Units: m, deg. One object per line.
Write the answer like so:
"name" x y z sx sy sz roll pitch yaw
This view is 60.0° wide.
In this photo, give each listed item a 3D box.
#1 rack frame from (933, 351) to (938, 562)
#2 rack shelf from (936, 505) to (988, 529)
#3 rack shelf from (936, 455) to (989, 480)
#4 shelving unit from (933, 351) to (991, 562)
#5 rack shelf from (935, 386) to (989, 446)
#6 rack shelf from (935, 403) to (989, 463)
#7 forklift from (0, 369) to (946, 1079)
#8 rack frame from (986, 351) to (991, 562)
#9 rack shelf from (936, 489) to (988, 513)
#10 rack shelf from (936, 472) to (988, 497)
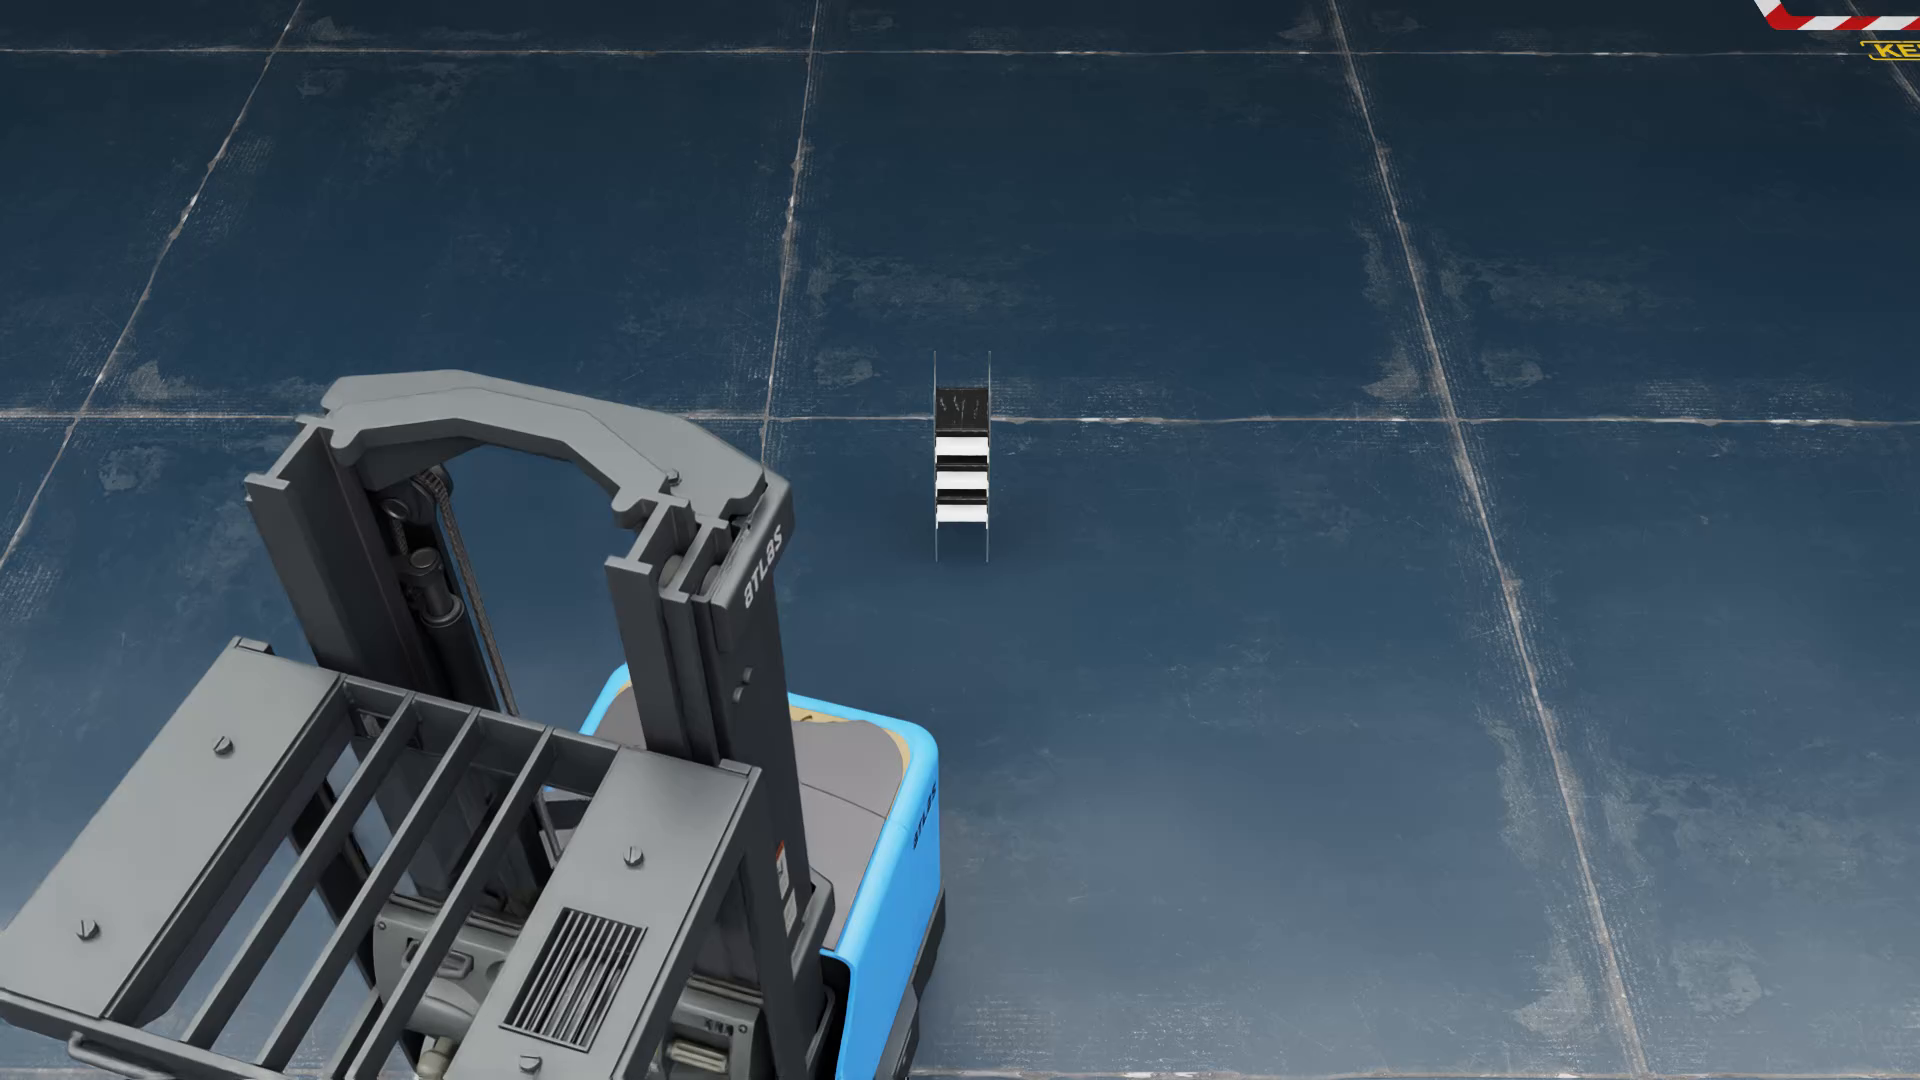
"rack frame" -0.094 -0.307 6.421 0.006 0.900 0.240 0 47 0
"rack shelf" 0.008 -0.161 6.577 0.200 0.077 0.258 0 47 0
"rack shelf" 0.008 -0.345 6.379 0.200 0.077 0.258 0 47 0
"shelving unit" 0.008 -0.307 6.421 0.210 0.900 0.258 0 47 0
"rack shelf" 0.008 -0.468 6.247 0.200 0.077 0.258 0 47 0
"rack shelf" 0.008 -0.406 6.313 0.200 0.077 0.258 0 47 0
"forklift" -0.959 1.208 3.623 1.130 2.935 3.031 12 48 11
"rack frame" 0.110 -0.306 6.420 0.006 0.900 0.240 0 47 0
"rack shelf" 0.008 -0.223 6.511 0.200 0.077 0.258 0 47 0
"rack shelf" 0.008 -0.284 6.445 0.200 0.077 0.258 0 47 0
